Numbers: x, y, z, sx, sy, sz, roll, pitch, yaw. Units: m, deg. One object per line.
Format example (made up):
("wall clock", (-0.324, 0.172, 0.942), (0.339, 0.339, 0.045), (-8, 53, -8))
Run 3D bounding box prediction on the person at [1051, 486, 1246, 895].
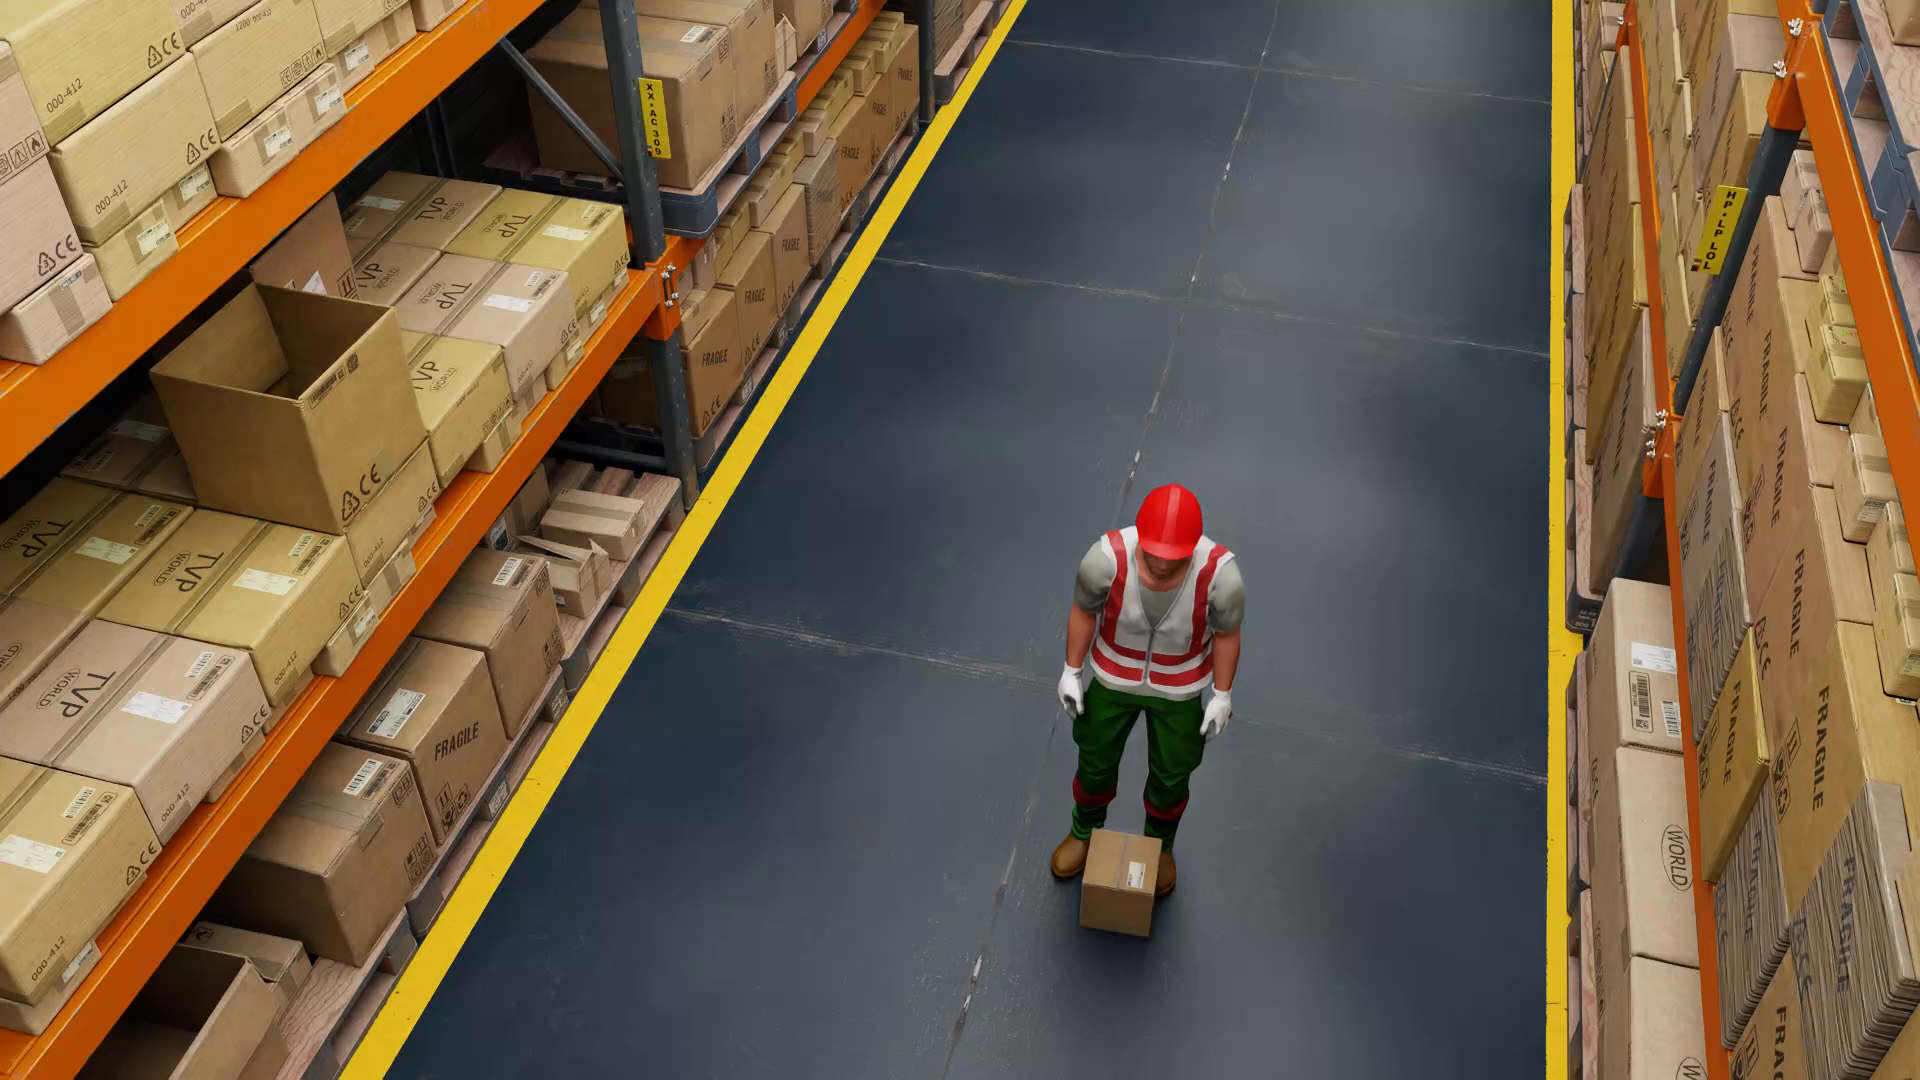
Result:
("person", (0.620, 0.500, 5.564), (0.606, 1.779, 0.455), (10, 42, 11))
